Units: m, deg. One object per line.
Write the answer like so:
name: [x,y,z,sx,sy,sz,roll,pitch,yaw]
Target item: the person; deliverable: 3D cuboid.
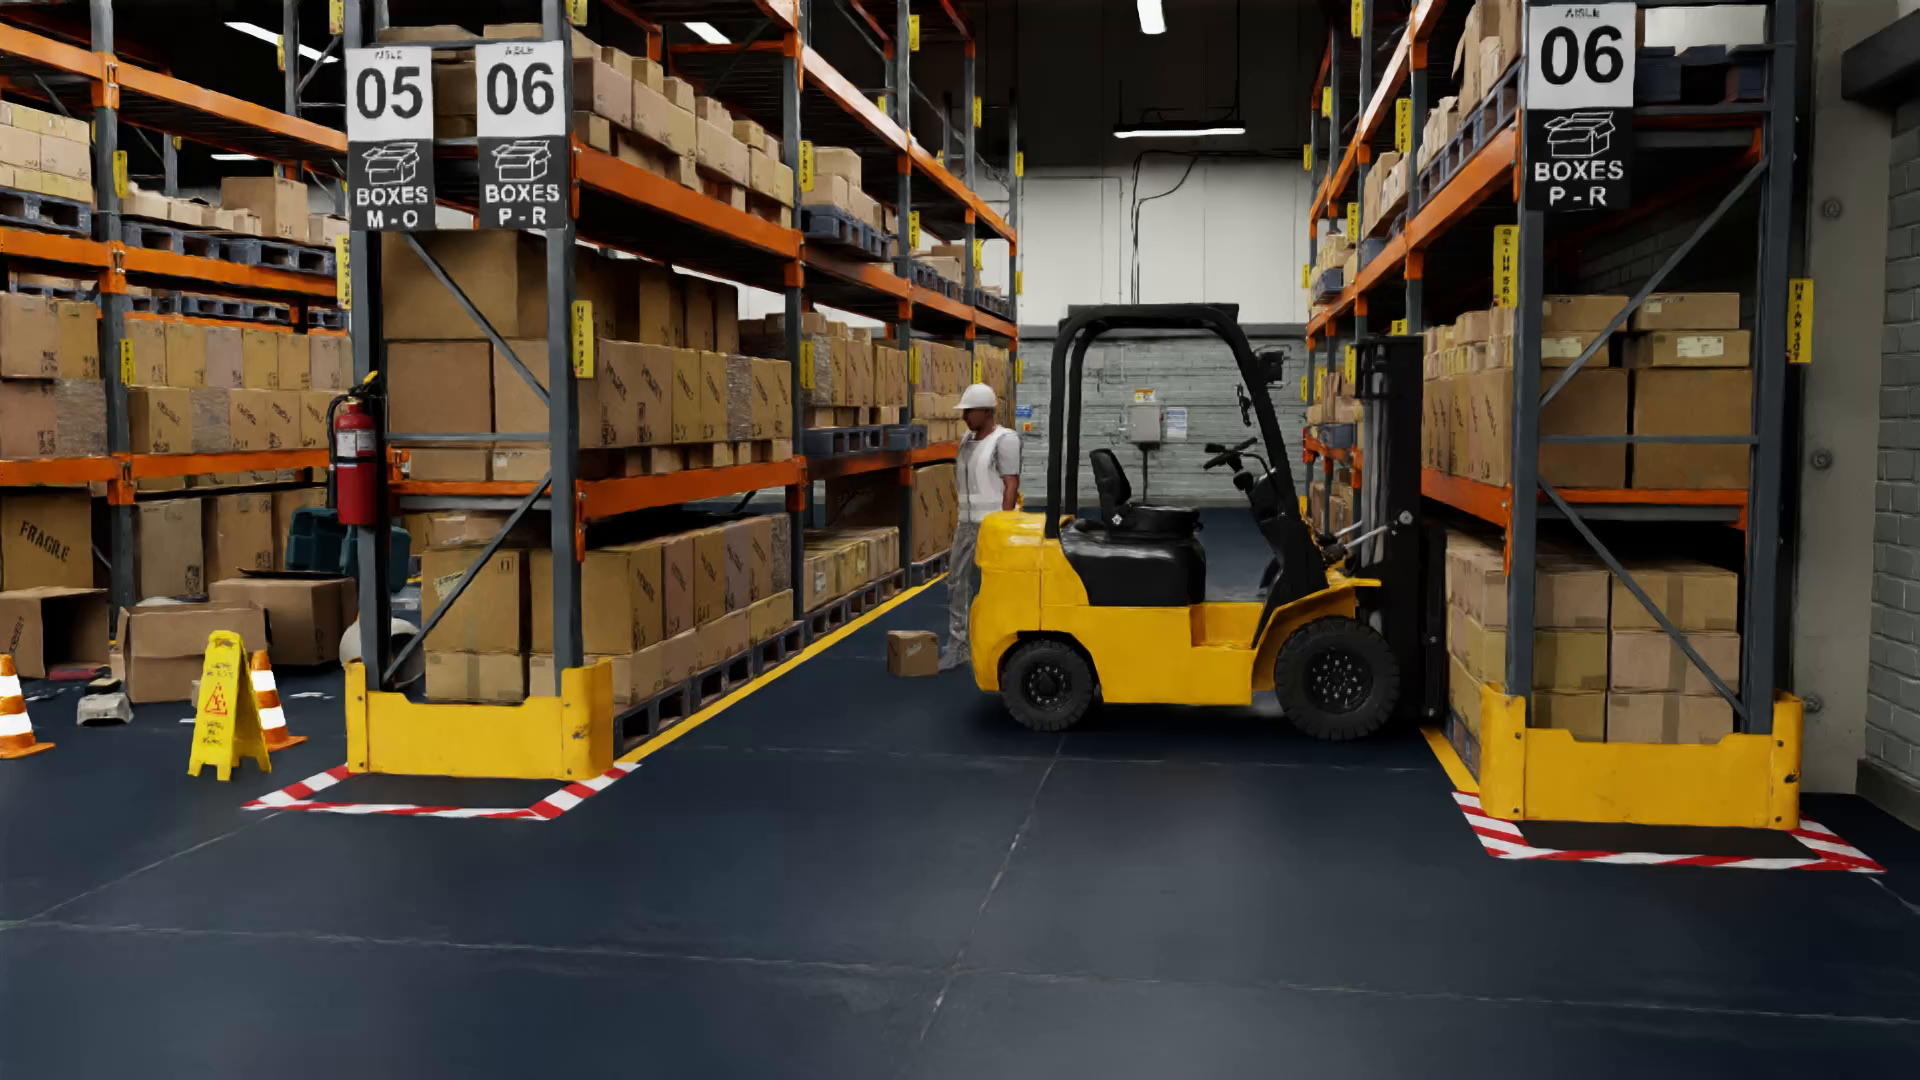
person: [0.129,-0.062,10.411,0.523,1.833,0.681,-4,6,-40]
